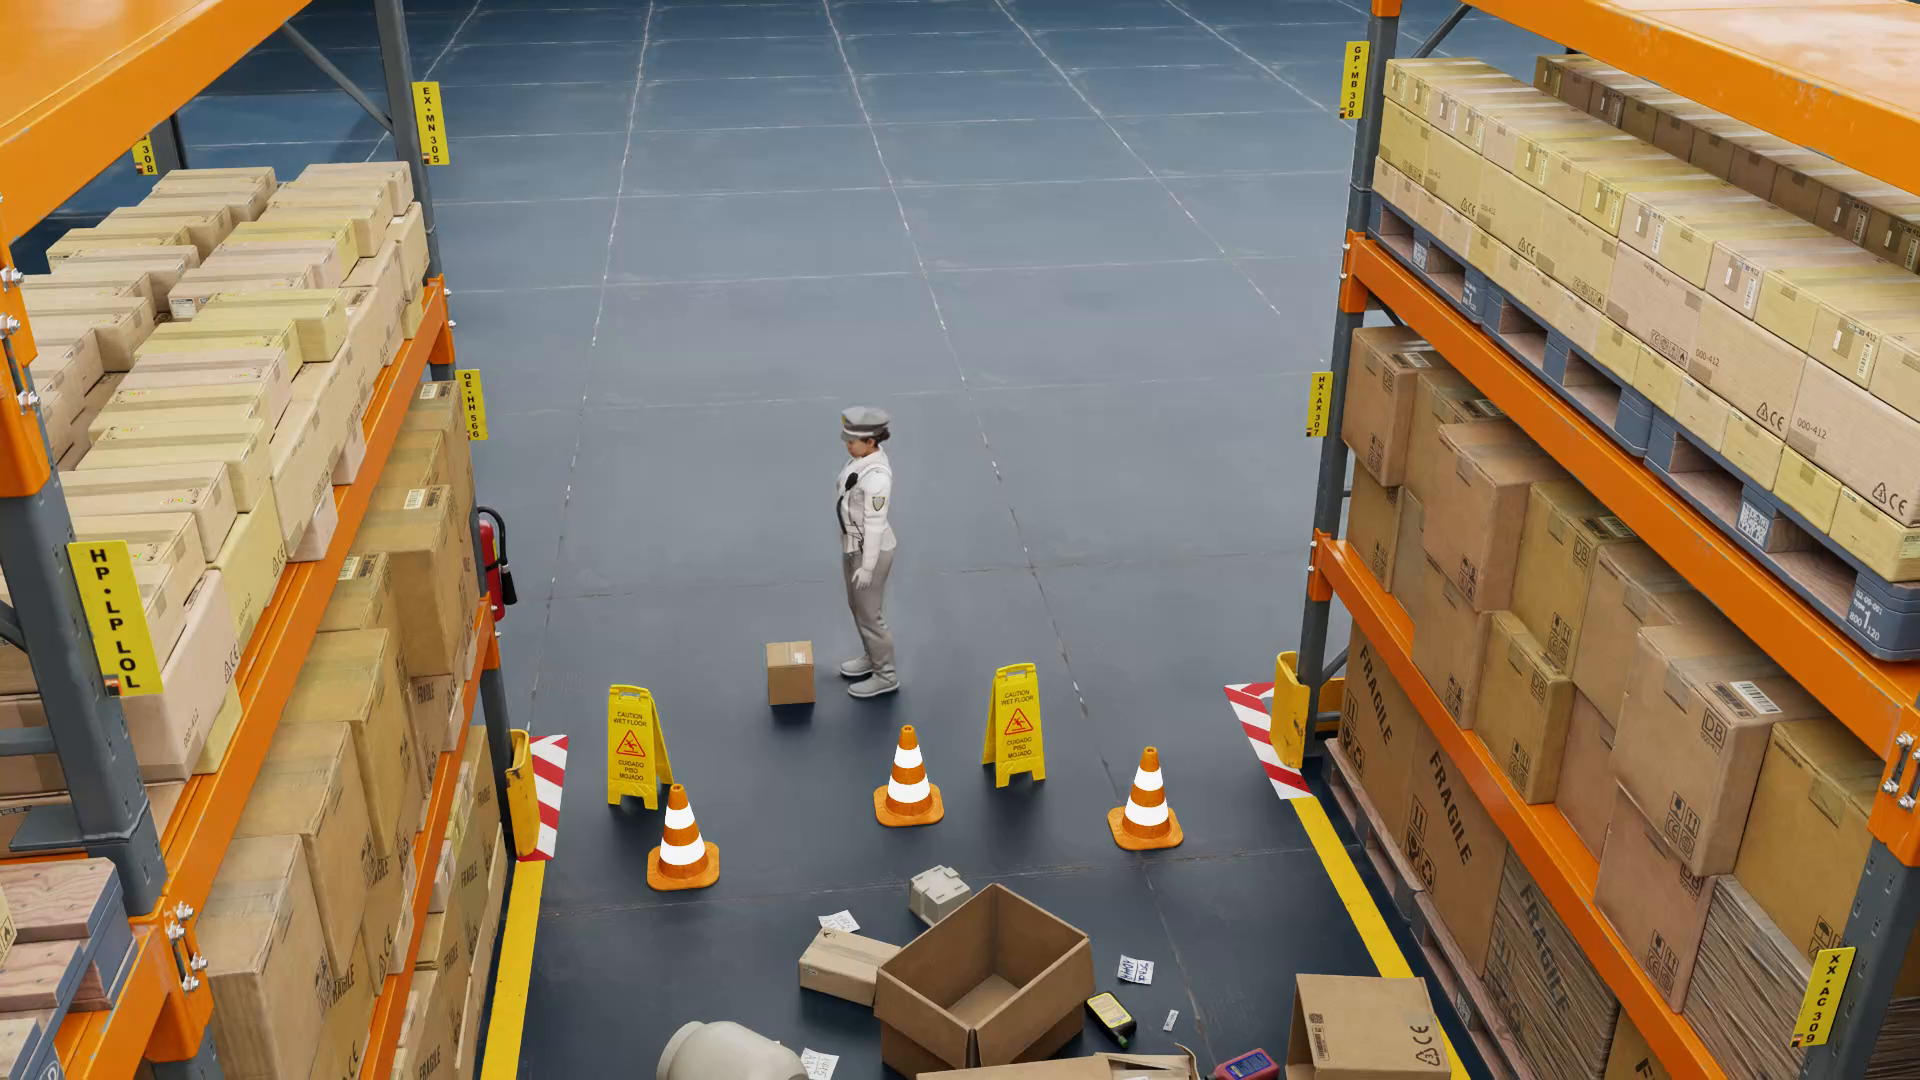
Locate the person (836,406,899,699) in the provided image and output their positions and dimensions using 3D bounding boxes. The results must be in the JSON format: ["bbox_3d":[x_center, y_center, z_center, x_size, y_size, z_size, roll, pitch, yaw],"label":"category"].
[{"bbox_3d":[-0.510,0.069,8.959,0.328,1.662,0.469,-6,28,-12],"label":"person"}]
